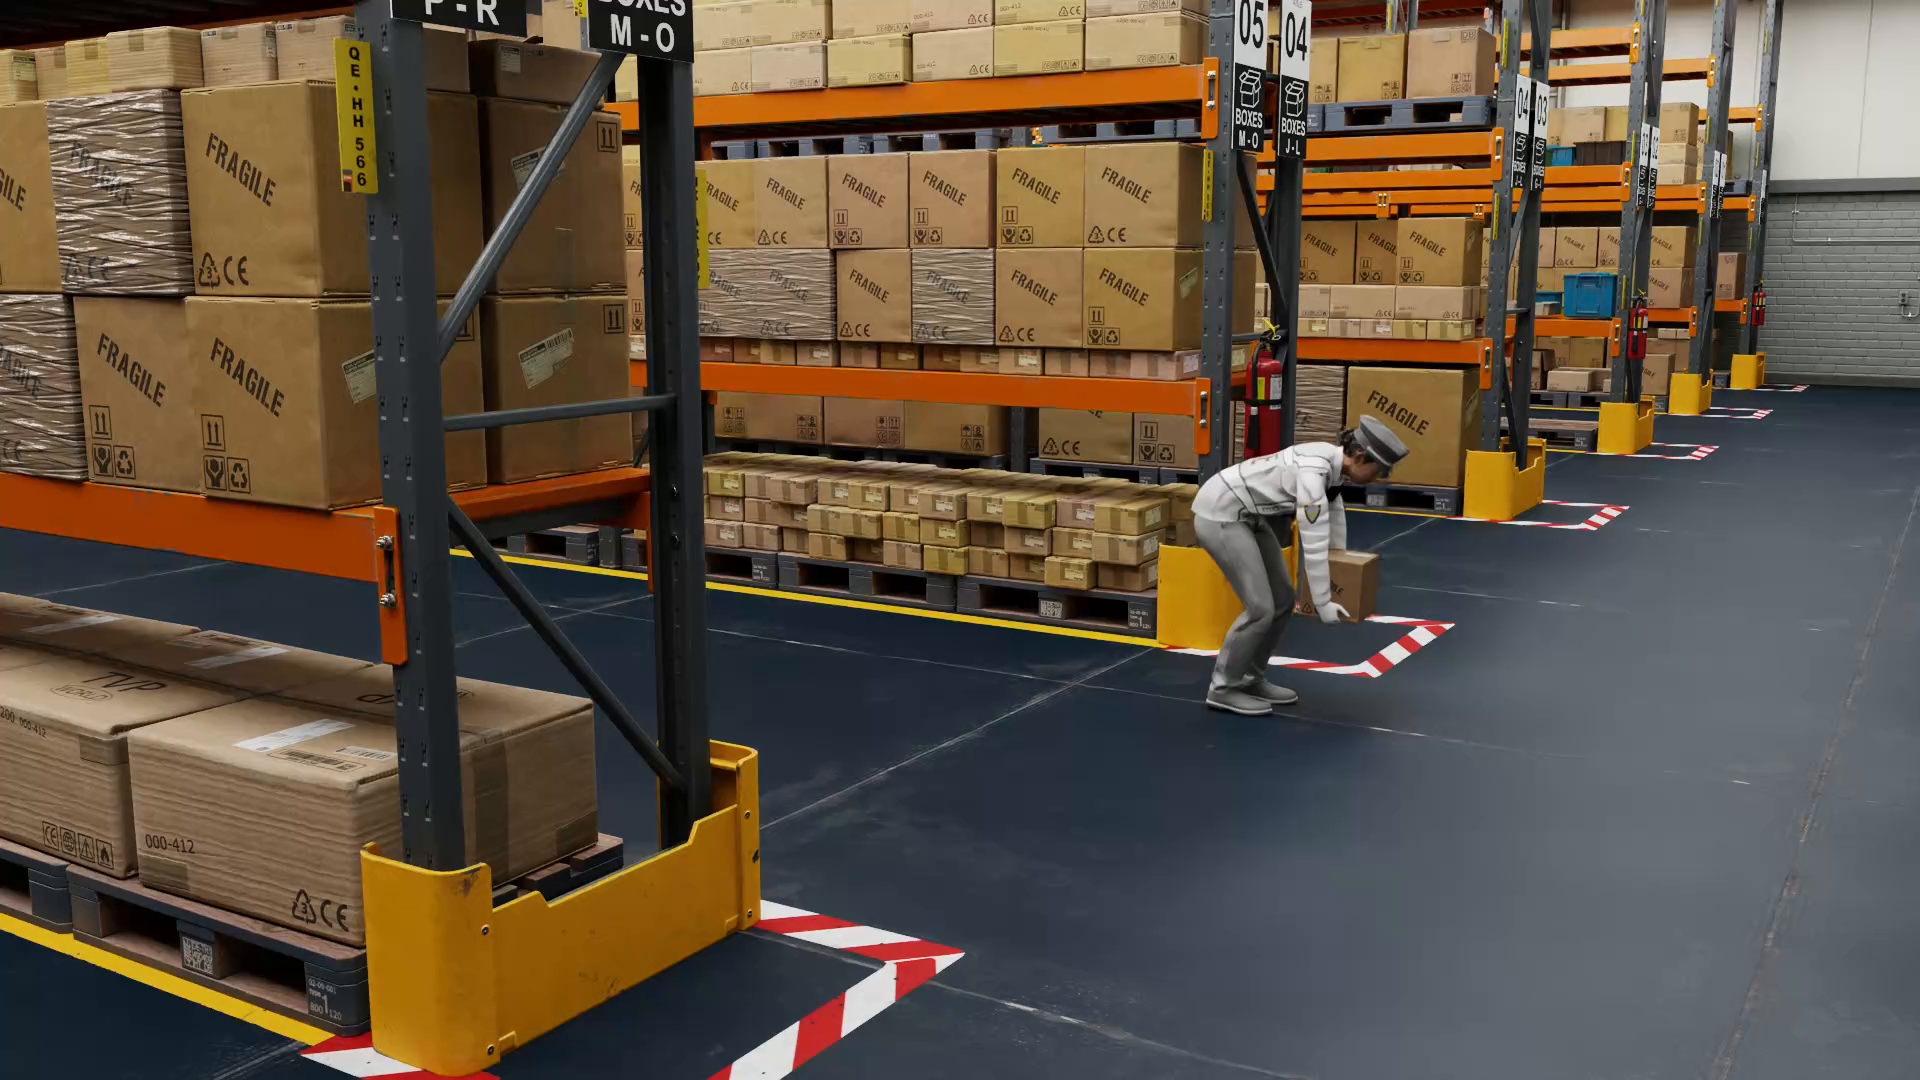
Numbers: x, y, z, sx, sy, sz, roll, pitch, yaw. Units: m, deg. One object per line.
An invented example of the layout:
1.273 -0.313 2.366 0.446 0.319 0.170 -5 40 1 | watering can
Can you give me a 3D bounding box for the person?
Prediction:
1.415 0.100 6.992 0.888 1.269 0.424 4 10 23 | person
